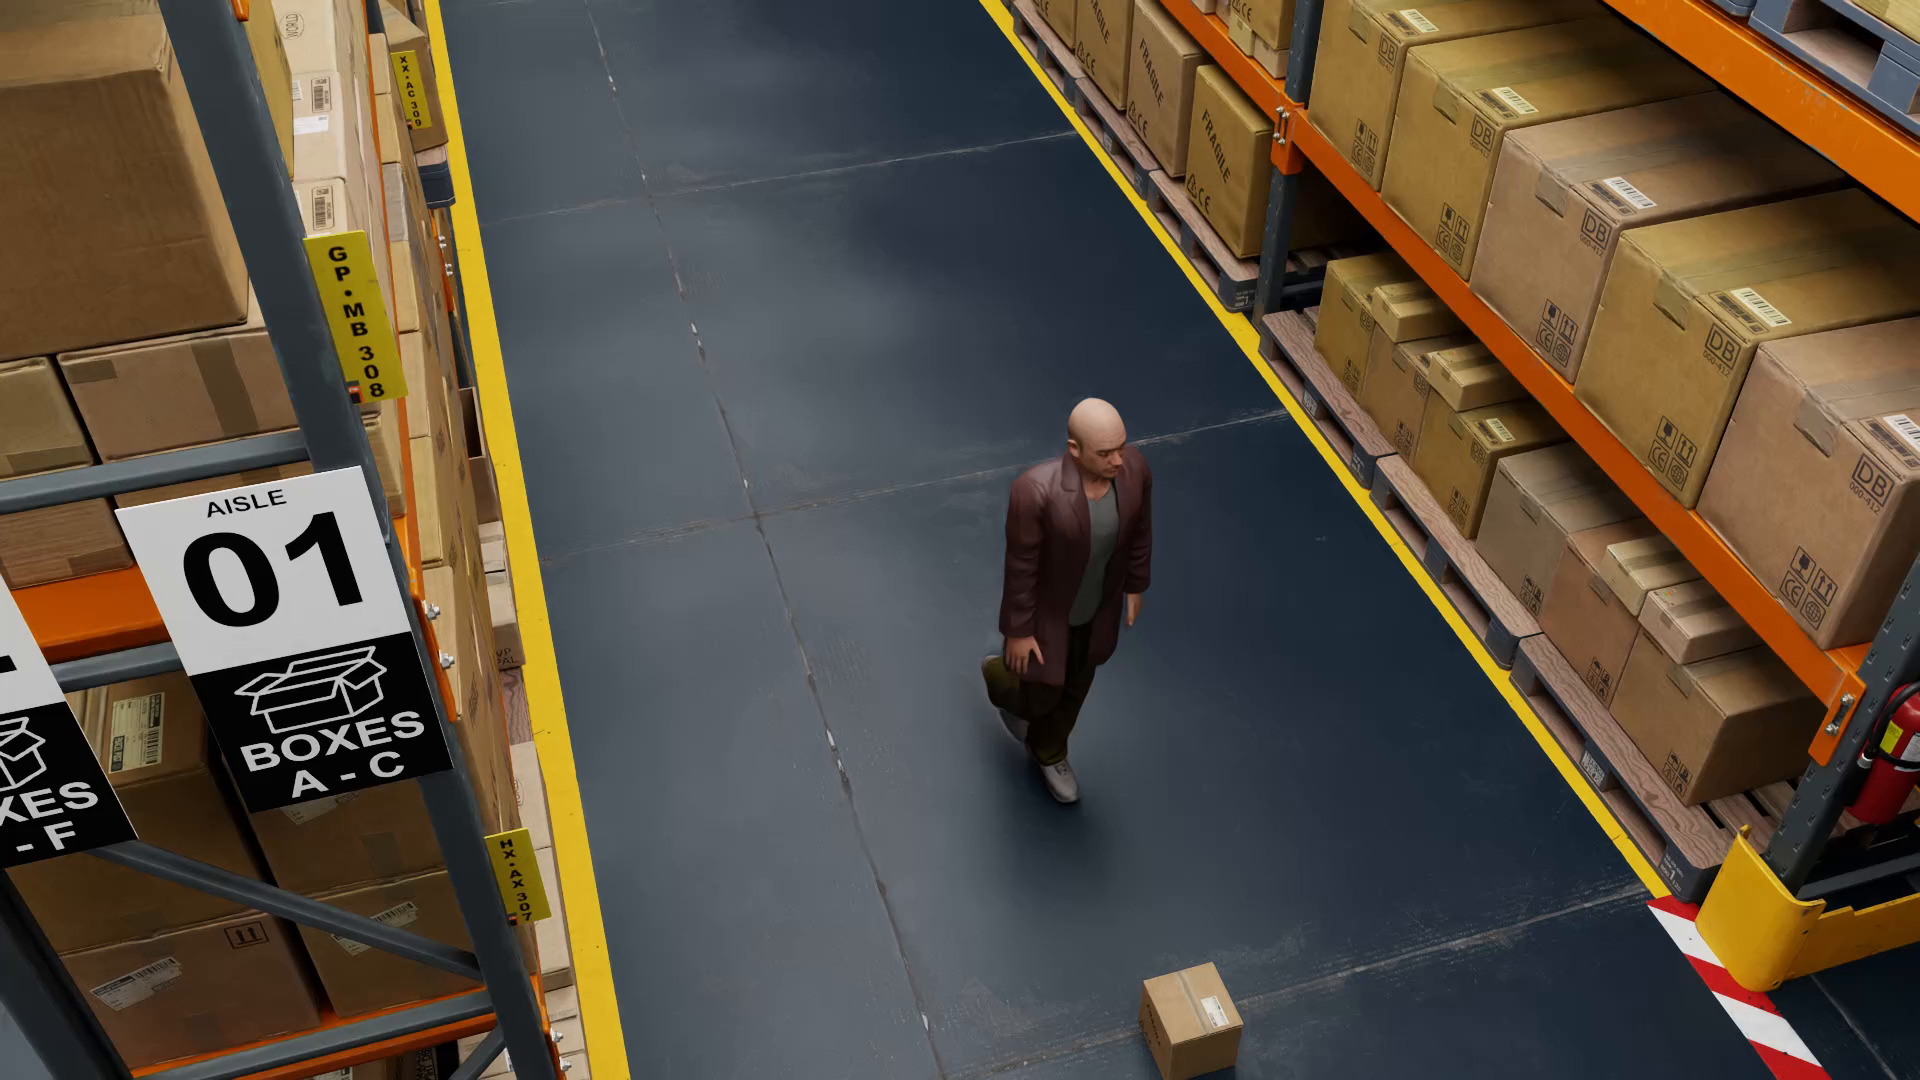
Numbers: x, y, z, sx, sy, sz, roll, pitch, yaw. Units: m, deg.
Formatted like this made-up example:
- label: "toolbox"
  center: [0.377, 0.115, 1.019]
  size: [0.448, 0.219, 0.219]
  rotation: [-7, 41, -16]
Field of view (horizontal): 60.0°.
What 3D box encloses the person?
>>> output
- label: "person"
  center: [0.362, 0.165, 5.956]
  size: [0.624, 1.772, 0.610]
  rotation: [-16, 44, -18]
